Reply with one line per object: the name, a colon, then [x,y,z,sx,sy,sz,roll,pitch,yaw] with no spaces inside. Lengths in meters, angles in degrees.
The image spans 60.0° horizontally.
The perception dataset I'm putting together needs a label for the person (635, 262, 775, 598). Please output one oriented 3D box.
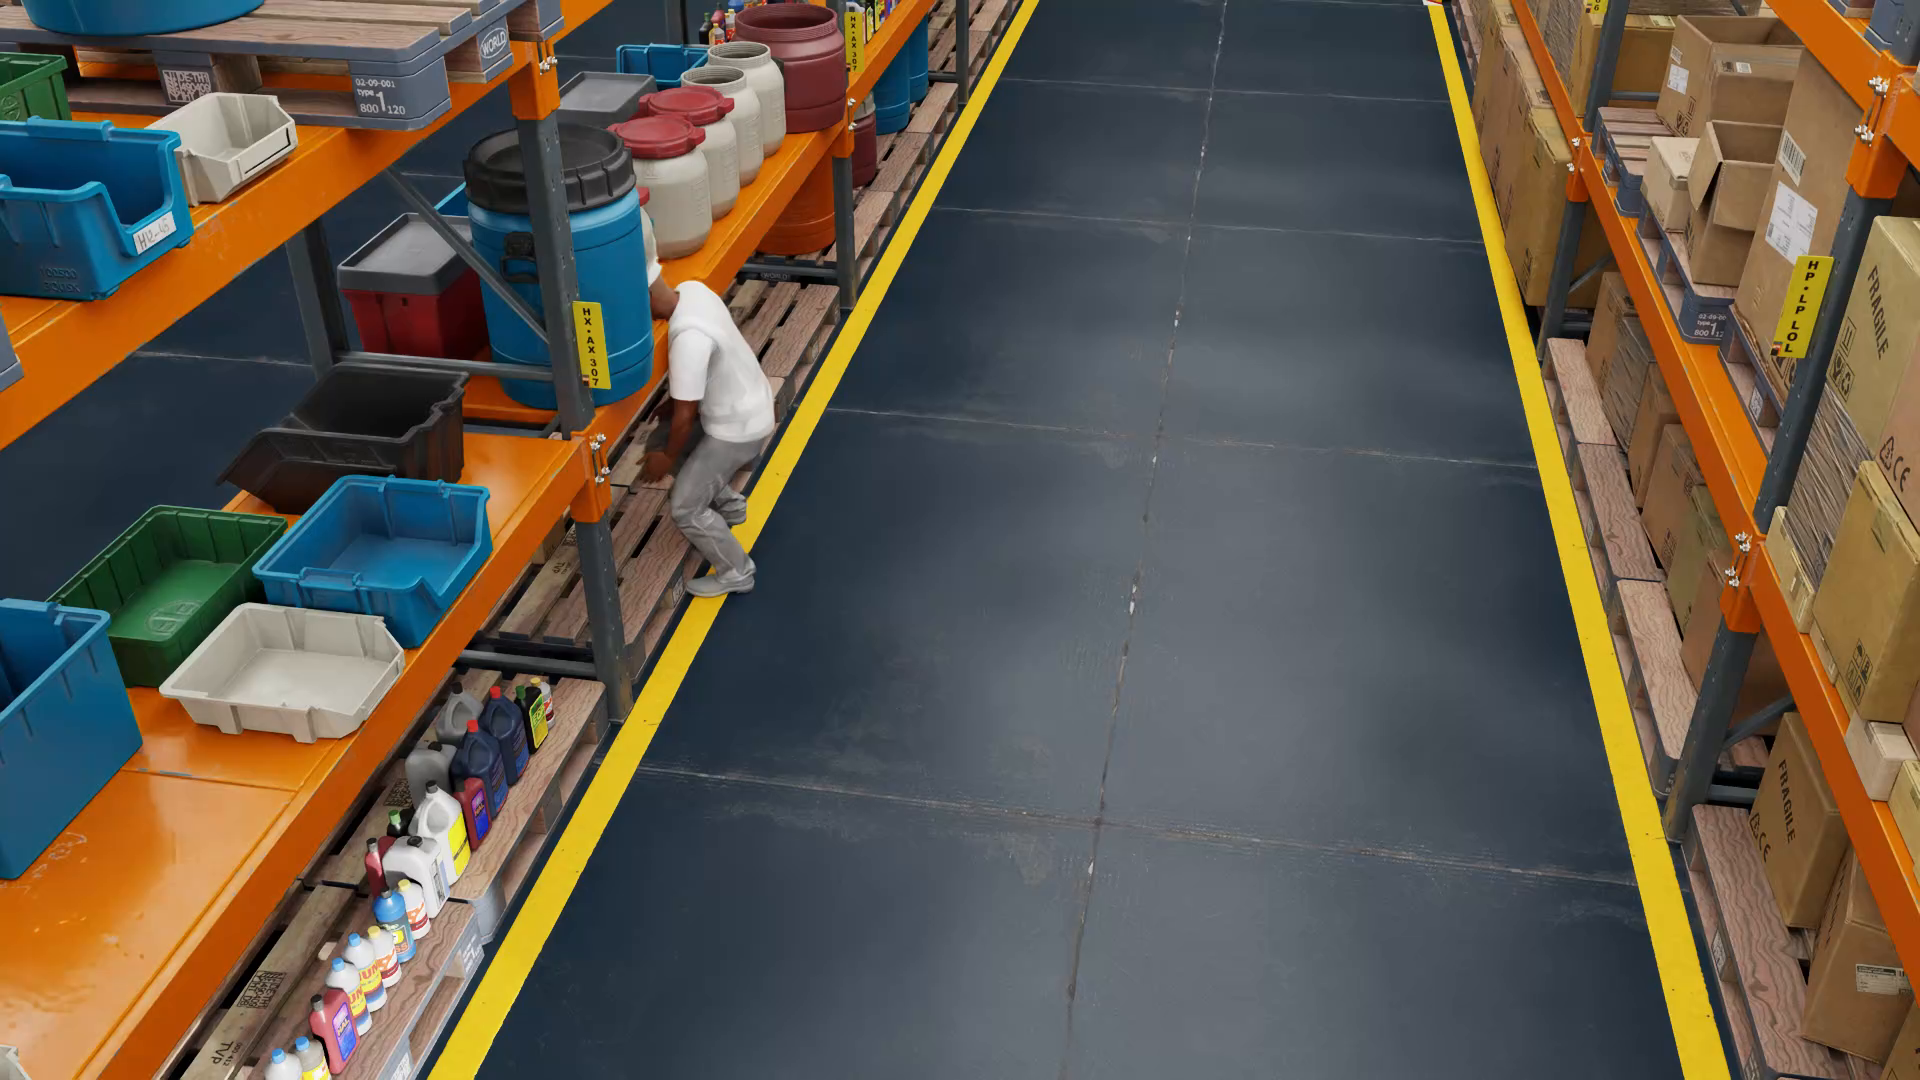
person: [-1.109,-0.488,7.074,0.644,1.565,0.622,-3,32,-5]
